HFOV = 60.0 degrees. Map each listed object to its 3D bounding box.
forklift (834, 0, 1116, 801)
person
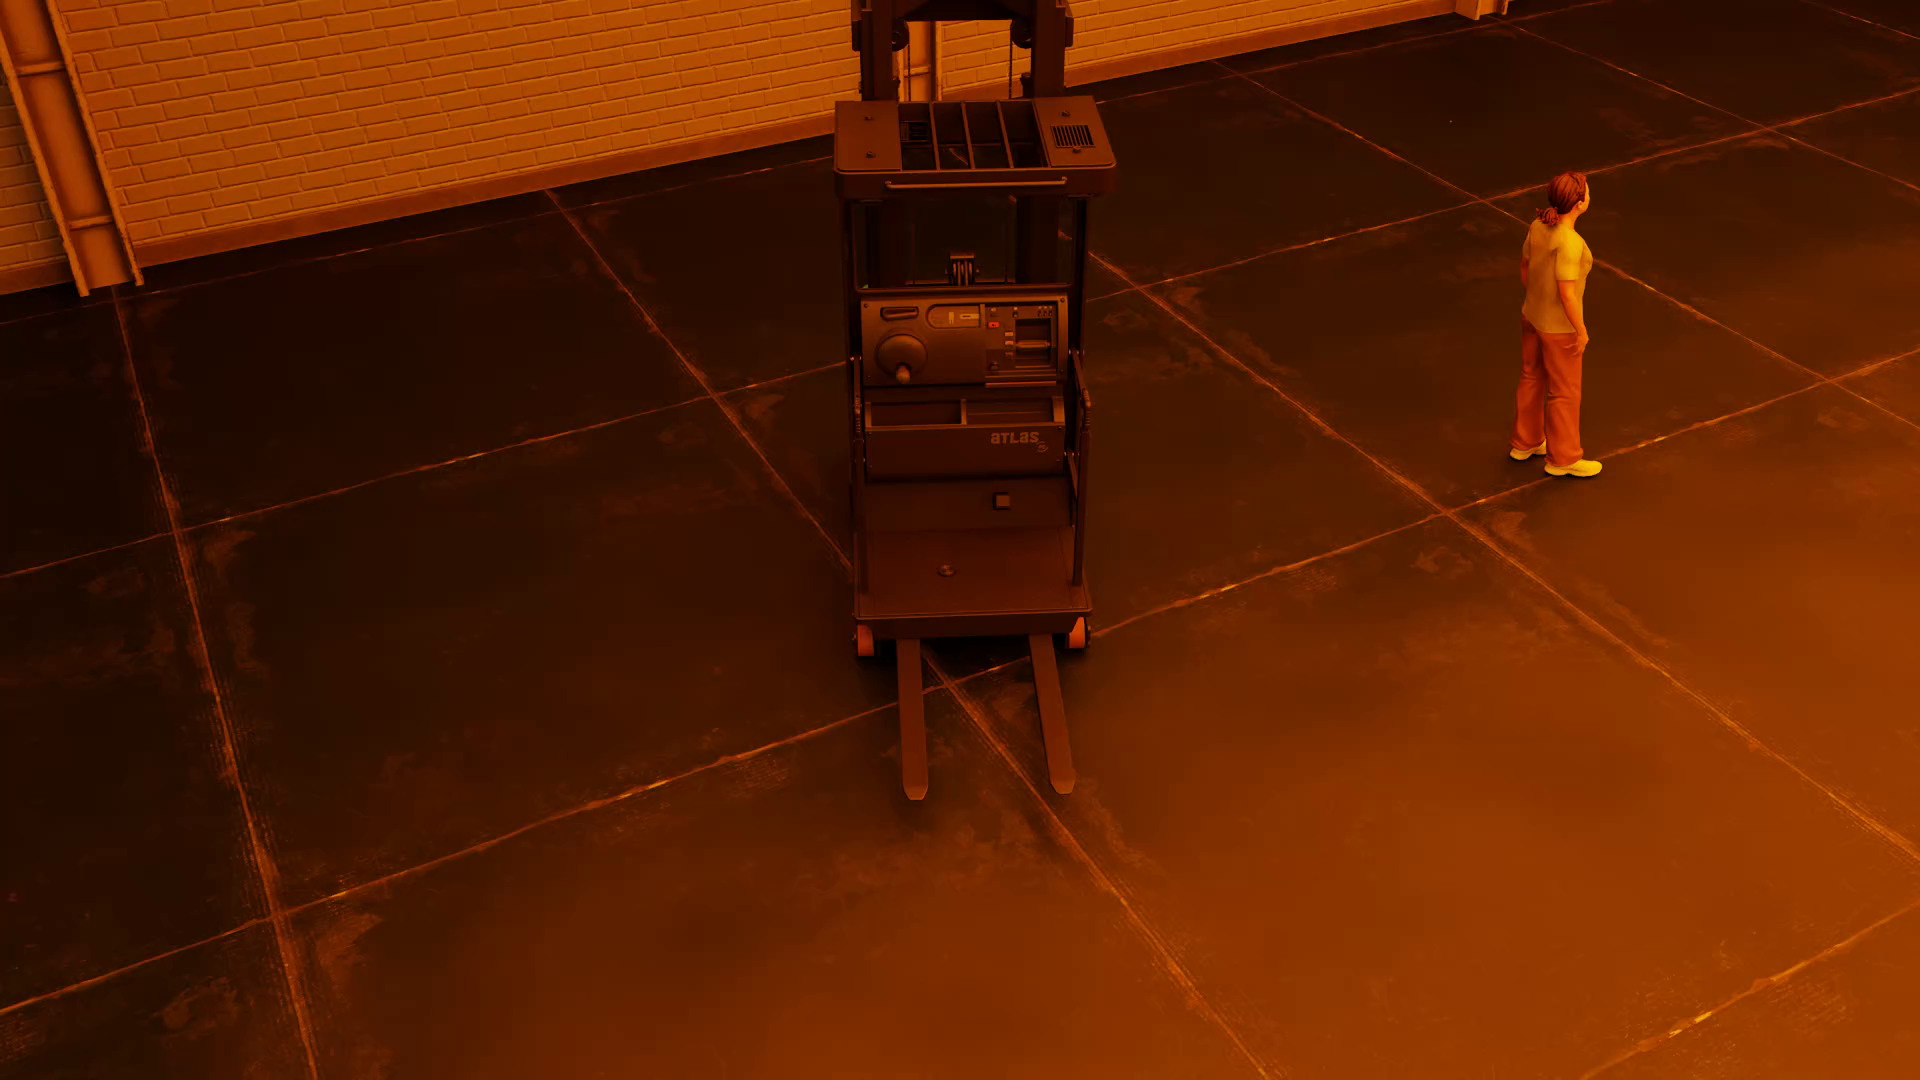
[{"bbox_3d":[0.036,-0.839,7.309,1.130,2.935,3.031,-2,35,-3],"label":"forklift"},{"bbox_3d":[3.214,-1.159,8.837,0.548,1.673,0.554,-7,36,-10],"label":"person"}]
